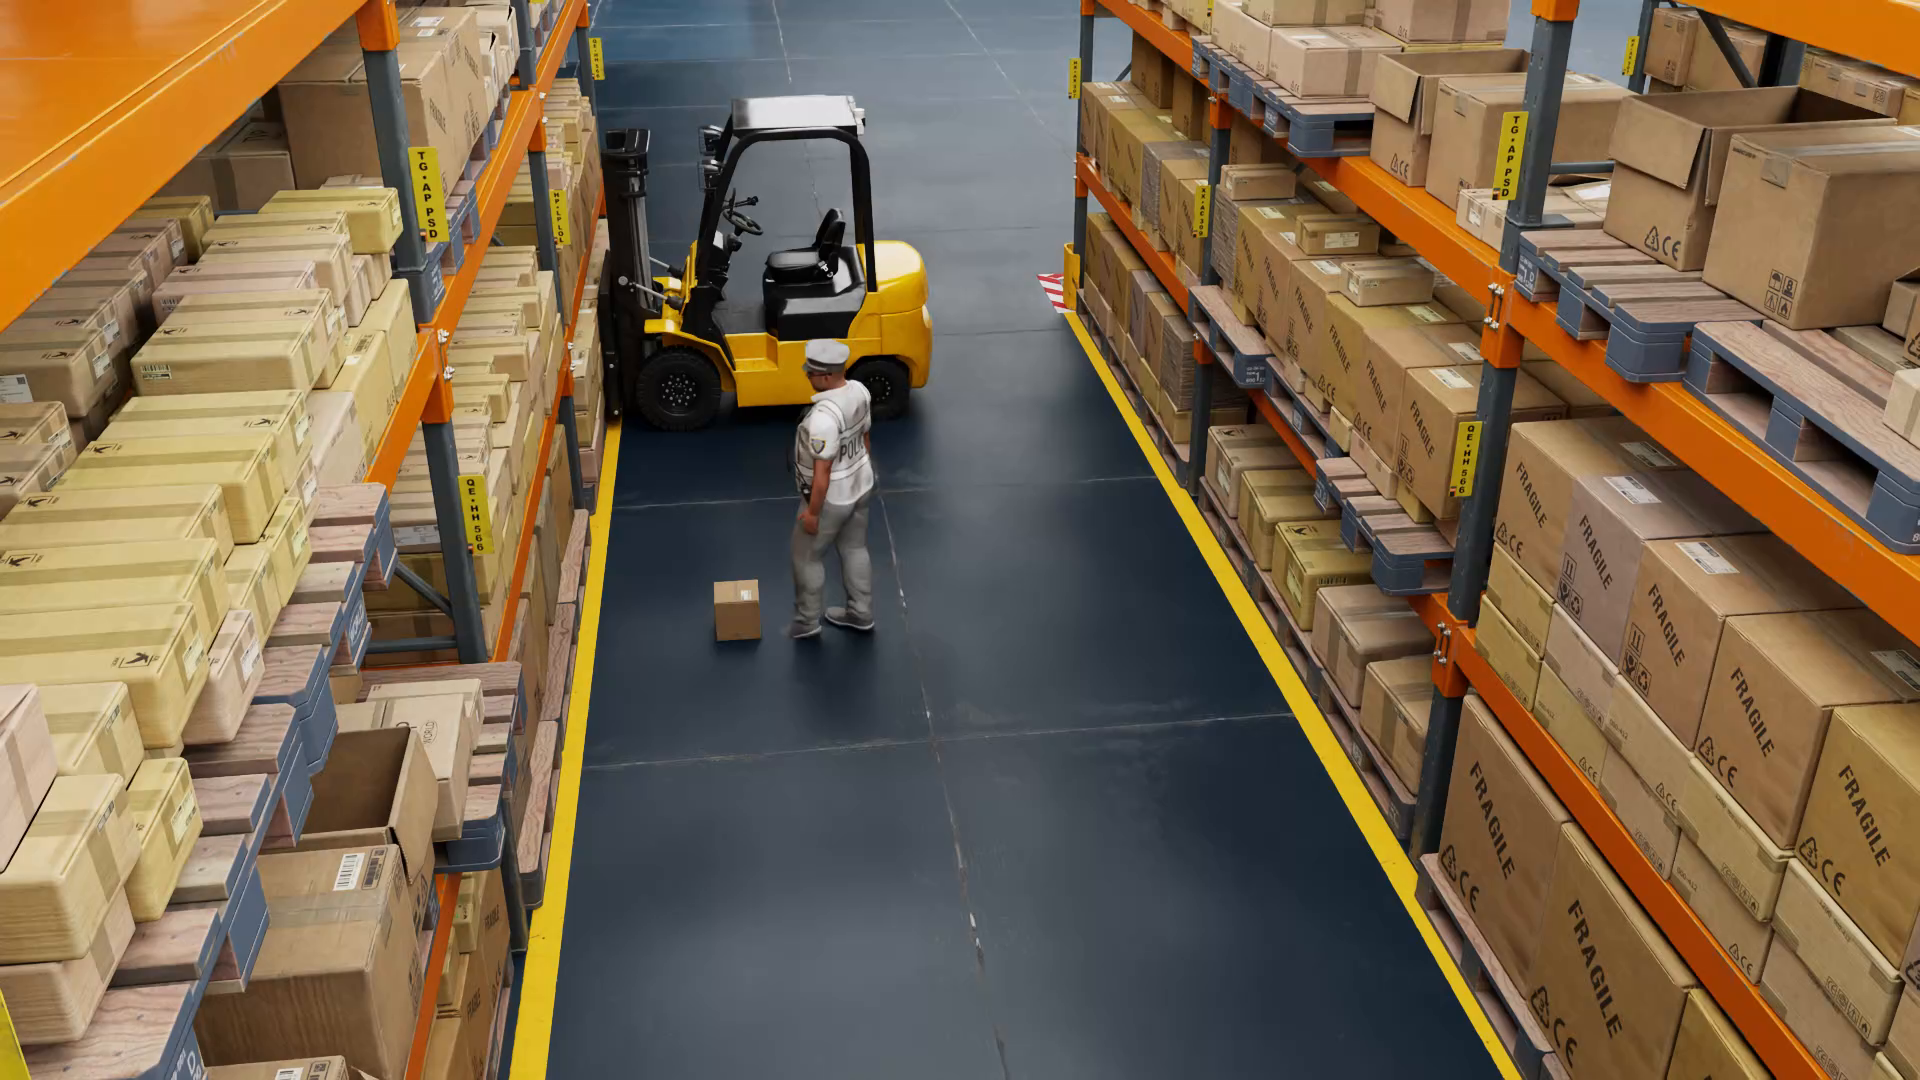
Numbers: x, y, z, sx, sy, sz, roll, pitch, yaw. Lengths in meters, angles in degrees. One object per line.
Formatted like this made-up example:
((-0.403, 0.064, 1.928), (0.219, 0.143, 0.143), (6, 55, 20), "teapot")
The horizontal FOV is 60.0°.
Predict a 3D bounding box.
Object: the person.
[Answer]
((-0.764, -0.254, 9.169), (0.535, 1.820, 0.575), (13, 30, 24), "person")
